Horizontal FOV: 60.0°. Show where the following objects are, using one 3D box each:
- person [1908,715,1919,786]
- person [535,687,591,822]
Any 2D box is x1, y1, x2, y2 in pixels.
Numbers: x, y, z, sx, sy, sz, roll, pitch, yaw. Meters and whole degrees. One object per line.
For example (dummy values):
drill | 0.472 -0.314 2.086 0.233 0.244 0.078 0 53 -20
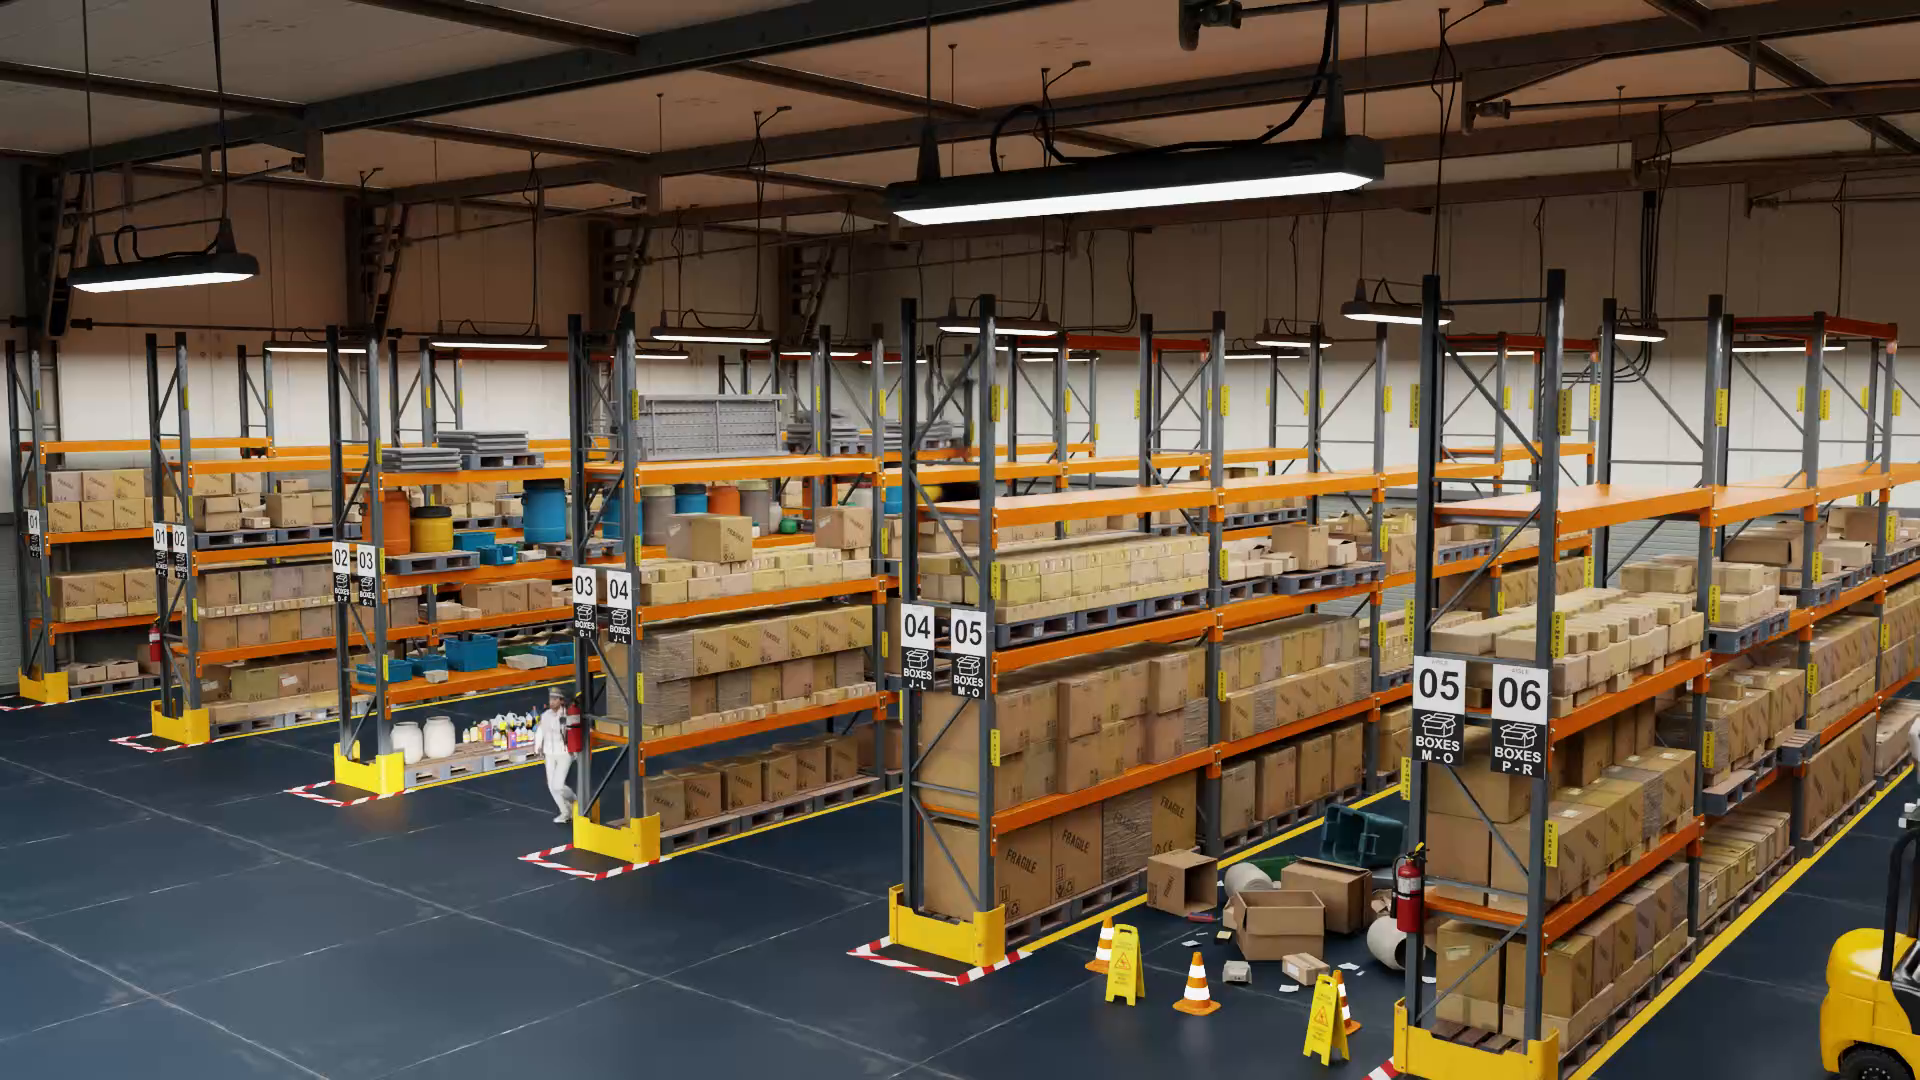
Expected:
person | 10.976 2.616 18.590 0.640 1.835 0.908 4 6 37
person | -4.767 2.556 19.714 0.656 1.650 0.561 2 5 20
